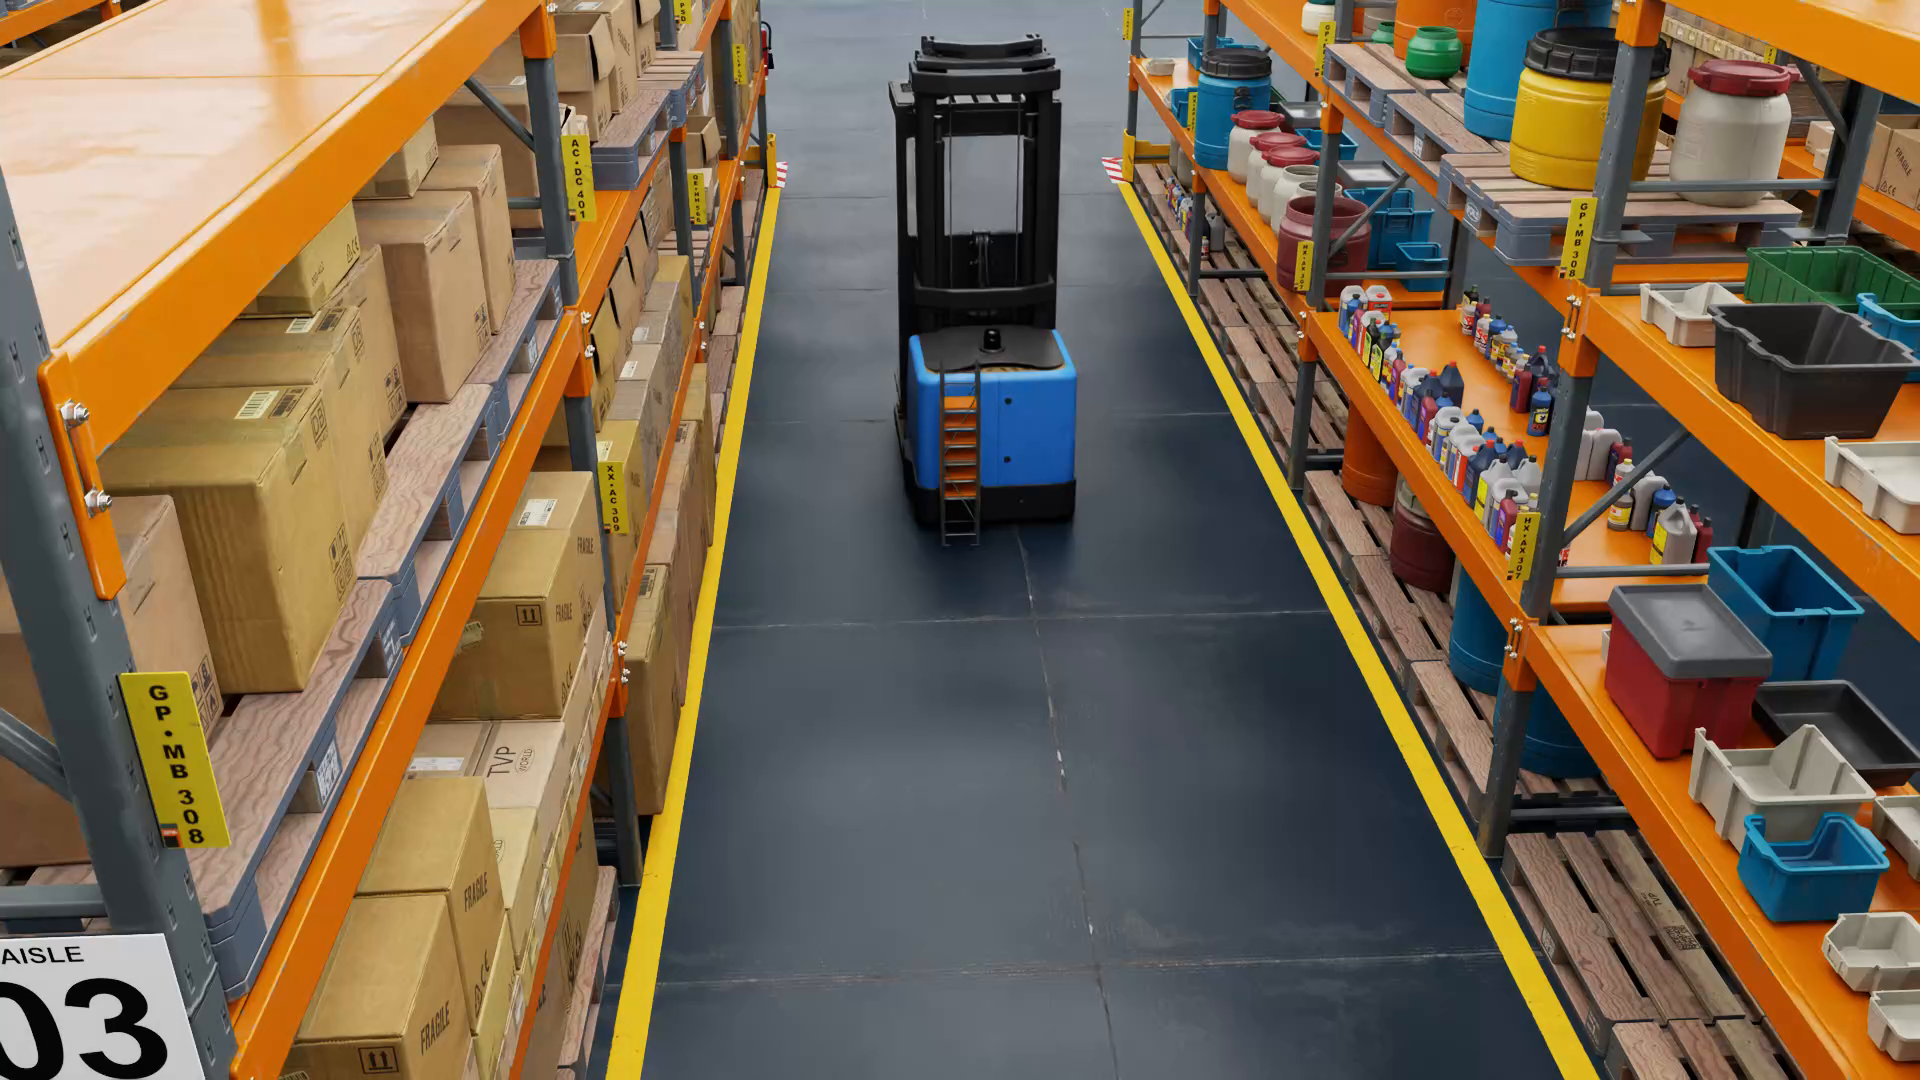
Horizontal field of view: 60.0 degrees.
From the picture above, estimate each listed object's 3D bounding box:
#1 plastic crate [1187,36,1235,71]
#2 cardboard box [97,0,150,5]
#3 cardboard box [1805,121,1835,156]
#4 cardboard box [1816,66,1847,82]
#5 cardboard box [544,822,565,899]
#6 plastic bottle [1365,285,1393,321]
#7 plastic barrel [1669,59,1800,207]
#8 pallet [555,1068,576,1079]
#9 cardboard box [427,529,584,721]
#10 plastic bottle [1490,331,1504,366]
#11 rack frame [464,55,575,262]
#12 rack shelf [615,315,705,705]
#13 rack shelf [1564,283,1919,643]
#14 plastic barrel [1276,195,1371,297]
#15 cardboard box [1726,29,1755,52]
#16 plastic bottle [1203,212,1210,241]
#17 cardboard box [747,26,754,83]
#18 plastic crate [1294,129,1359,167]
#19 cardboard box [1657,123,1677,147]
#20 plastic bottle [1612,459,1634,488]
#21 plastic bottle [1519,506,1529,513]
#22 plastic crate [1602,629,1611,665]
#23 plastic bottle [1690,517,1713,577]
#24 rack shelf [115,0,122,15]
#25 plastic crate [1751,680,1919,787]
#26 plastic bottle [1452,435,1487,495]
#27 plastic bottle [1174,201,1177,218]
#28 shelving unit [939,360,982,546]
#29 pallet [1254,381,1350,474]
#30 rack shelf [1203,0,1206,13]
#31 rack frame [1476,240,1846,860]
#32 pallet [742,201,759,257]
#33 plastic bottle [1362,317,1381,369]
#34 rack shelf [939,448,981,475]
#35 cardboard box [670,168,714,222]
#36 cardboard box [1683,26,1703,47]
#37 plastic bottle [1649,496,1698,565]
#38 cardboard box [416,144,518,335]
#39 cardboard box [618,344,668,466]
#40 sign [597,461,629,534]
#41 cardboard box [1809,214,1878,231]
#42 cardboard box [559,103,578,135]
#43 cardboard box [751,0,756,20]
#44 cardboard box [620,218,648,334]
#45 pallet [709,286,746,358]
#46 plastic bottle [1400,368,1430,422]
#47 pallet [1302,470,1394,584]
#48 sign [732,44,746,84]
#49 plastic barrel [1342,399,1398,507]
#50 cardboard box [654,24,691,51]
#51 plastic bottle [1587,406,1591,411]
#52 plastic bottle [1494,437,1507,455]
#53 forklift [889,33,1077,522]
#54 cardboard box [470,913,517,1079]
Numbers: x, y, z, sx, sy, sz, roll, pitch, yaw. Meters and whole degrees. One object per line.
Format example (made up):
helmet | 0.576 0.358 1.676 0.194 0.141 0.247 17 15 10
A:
plastic crate | 2.670 -5.111 17.467 0.499 0.251 0.616 -1 28 -3
cardboard box | -7.372 -4.582 14.961 0.875 0.550 0.550 -1 28 -3
cardboard box | 7.570 -3.379 14.147 0.500 0.250 0.500 0 28 1
cardboard box | 7.680 -4.132 14.620 0.380 0.149 0.250 -1 28 -3
cardboard box | -1.564 1.098 5.673 0.380 0.149 0.250 -2 28 -3
plastic bottle | 2.614 -1.448 10.416 0.152 0.276 0.135 -1 28 -3
plastic barrel | 3.194 -1.685 6.892 0.433 0.535 0.433 0 28 0
pallet | -1.947 2.414 5.893 1.003 0.211 1.213 -1 28 -3
cardboard box | -1.662 0.300 5.961 0.500 0.500 0.500 -1 28 -2
plastic bottle | 3.225 -1.147 9.920 0.097 0.201 0.097 0 28 0
rack frame | -1.975 -2.400 5.620 1.000 3.000 0.127 -1 28 -3
rack shelf | -2.079 -0.344 8.945 1.077 0.370 4.000 -1 28 -3
rack shelf | 3.076 0.053 4.939 1.077 0.370 4.000 -1 28 -3
plastic barrel | 2.436 -1.974 11.144 0.600 0.536 0.708 -1 28 -3
cardboard box | 7.443 -4.729 15.063 0.700 0.500 0.500 -1 28 -3
plastic bottle | 2.232 -2.865 15.388 0.144 0.351 0.185 -2 28 -4
cardboard box | -2.471 -4.743 16.171 0.875 0.500 0.500 -1 28 -3
plastic crate | 2.922 -3.045 13.362 0.392 0.384 0.575 -1 28 -3
cardboard box | 7.173 -3.873 16.640 0.500 0.500 0.500 -1 28 -3
plastic bottle | 3.320 -0.307 8.311 0.097 0.201 0.097 0 28 0
plastic bottle | 2.648 -0.061 7.839 0.097 0.201 0.097 0 28 0
plastic crate | 2.853 0.449 6.865 0.396 0.136 0.243 -1 28 -3
plastic bottle | 3.378 0.013 7.608 0.061 0.283 0.133 -1 28 -3
rack shelf | -7.455 -5.296 15.194 1.077 0.370 4.000 -1 28 -3
plastic crate | 3.298 0.746 6.308 0.437 0.125 0.590 -1 28 -3
plastic bottle | 2.583 -0.380 8.369 0.152 0.276 0.135 -1 28 -3
plastic bottle | 2.157 -3.260 16.308 0.097 0.201 0.097 0 28 0
shelving unit | -0.001 -0.539 10.485 0.258 1.200 0.189 -1 28 -3
pallet | 2.761 -0.829 12.111 1.003 0.211 1.213 -1 28 -3
rack shelf | 2.449 -5.489 15.564 1.077 0.370 4.000 -1 28 -3
rack frame | 2.971 0.141 7.237 1.000 3.000 0.127 -1 28 -3
pallet | -2.530 -3.072 16.412 1.003 0.211 1.213 -1 28 -3
plastic bottle | 2.448 -1.171 9.877 0.061 0.283 0.133 -1 28 -3
rack shelf | -0.001 -0.499 10.506 0.258 0.103 0.180 -1 28 -3
cardboard box | -2.041 -2.486 11.981 0.500 0.250 0.500 -2 28 -4
cardboard box | 7.191 -4.833 15.963 0.380 0.149 0.250 -1 28 -1
plastic bottle | 3.275 -0.027 7.611 0.144 0.351 0.185 -1 28 -3
cardboard box | -1.874 -0.985 5.480 0.700 0.500 0.500 -3 28 -6
cardboard box | -1.834 -0.704 8.749 0.500 0.500 0.500 -1 28 -2
sign | -1.421 -0.173 6.816 0.100 0.325 0.005 -1 28 -3
cardboard box | 7.808 -2.707 14.610 0.500 0.311 0.500 -1 28 -3
cardboard box | -1.942 -1.725 7.213 0.500 0.311 0.500 -2 28 -4
cardboard box | -2.294 -5.422 16.392 0.500 0.500 0.500 -1 28 -3
cardboard box | -2.130 -1.437 9.069 0.797 0.503 0.637 -1 28 -1
pallet | -2.350 -1.838 14.047 1.003 0.211 1.213 -1 28 -3
plastic bottle | 2.535 -0.804 9.181 0.152 0.276 0.135 -1 28 -3
pallet | 2.845 -0.107 10.727 1.003 0.211 1.213 -1 28 -3
sign | -1.838 -3.963 13.852 0.100 0.325 0.005 -1 28 -3
plastic barrel | 2.805 -0.705 10.751 0.600 0.830 0.708 -1 28 -3
cardboard box | -1.954 -3.074 10.318 0.500 0.250 0.500 -1 28 -2
plastic bottle | 3.289 -0.614 8.823 0.097 0.271 0.097 0 28 0
plastic bottle | 2.706 -0.390 8.393 0.097 0.271 0.097 0 28 0
forklift | 0.095 -2.066 11.541 1.130 2.935 3.031 -3 28 -5
cardboard box | -1.578 1.342 4.774 0.500 0.250 0.500 -2 28 -4
